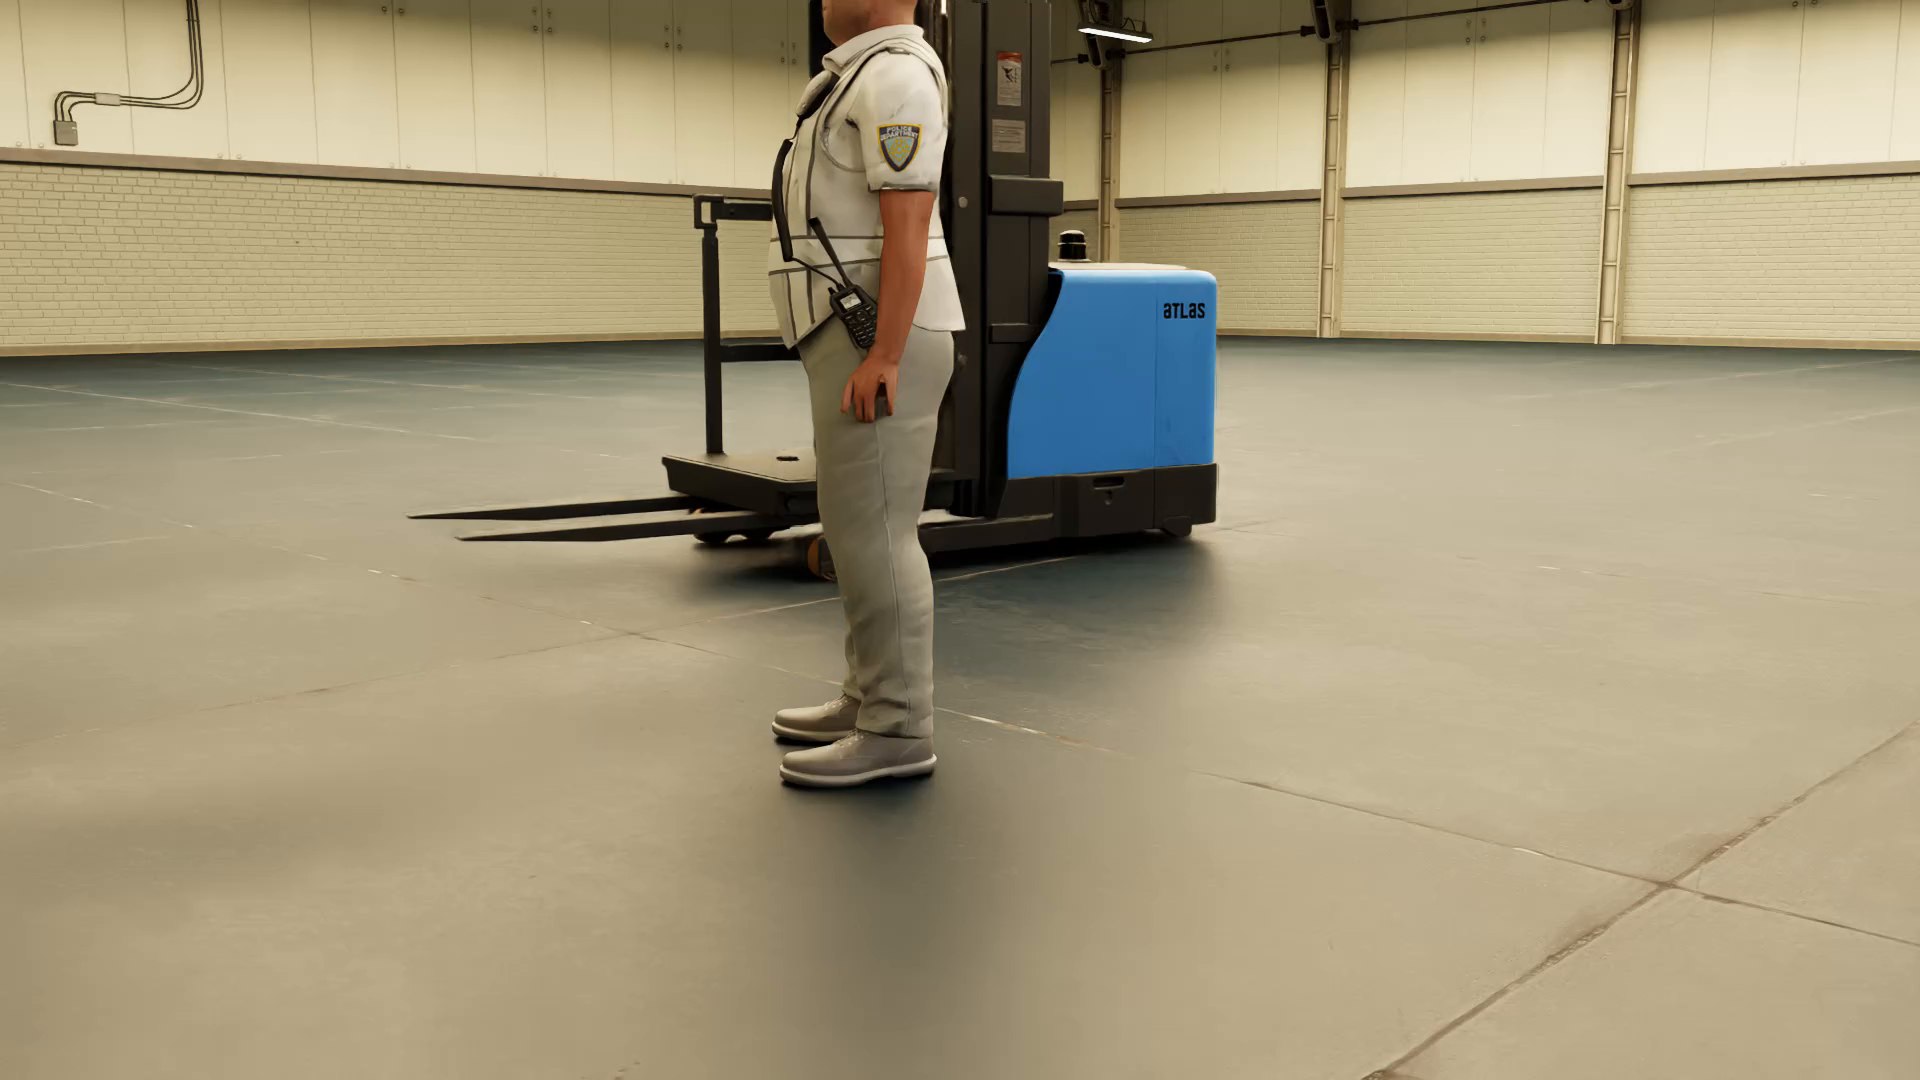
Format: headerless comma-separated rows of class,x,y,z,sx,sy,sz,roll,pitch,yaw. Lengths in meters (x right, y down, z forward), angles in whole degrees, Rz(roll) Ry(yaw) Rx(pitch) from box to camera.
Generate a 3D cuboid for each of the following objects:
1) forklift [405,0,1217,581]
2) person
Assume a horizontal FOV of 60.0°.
forklift,-0.480,-1.396,6.141,3.031,2.935,1.130,-5,10,-32
person,-0.198,-0.400,3.440,0.410,1.771,0.528,-1,9,-6
